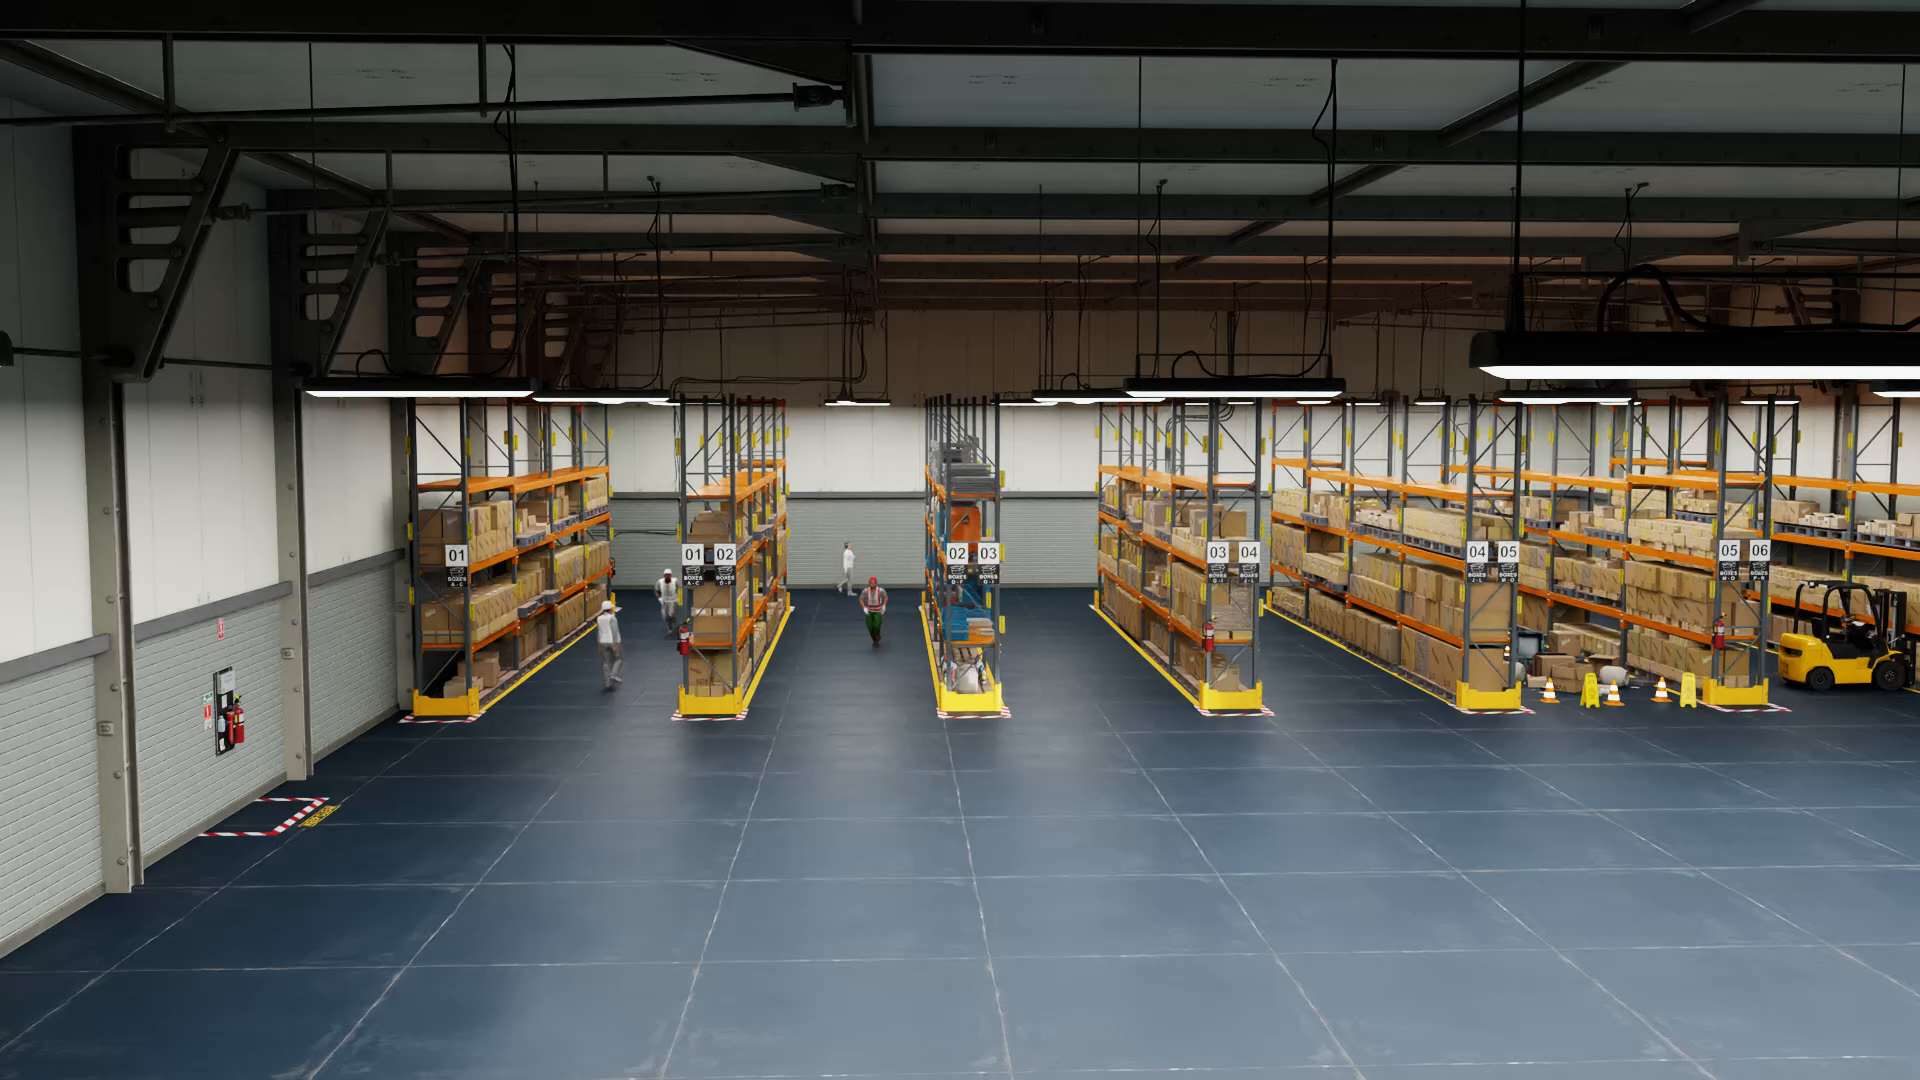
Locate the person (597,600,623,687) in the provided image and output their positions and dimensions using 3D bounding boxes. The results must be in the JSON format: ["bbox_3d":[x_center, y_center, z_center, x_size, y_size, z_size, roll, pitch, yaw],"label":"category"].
[{"bbox_3d":[-7.228,2.130,34.229,0.576,1.763,0.483,1,5,8],"label":"person"}]

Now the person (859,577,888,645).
[{"bbox_3d":[-2.083,1.716,40.136,0.672,1.688,0.623,0,5,5],"label":"person"}]

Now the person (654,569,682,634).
[{"bbox_3d":[-7.387,1.557,42.161,0.673,1.681,0.650,0,5,6],"label":"person"}]

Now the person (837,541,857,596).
[{"bbox_3d":[-3.462,0.858,50.826,0.625,1.673,0.455,0,5,1],"label":"person"}]
